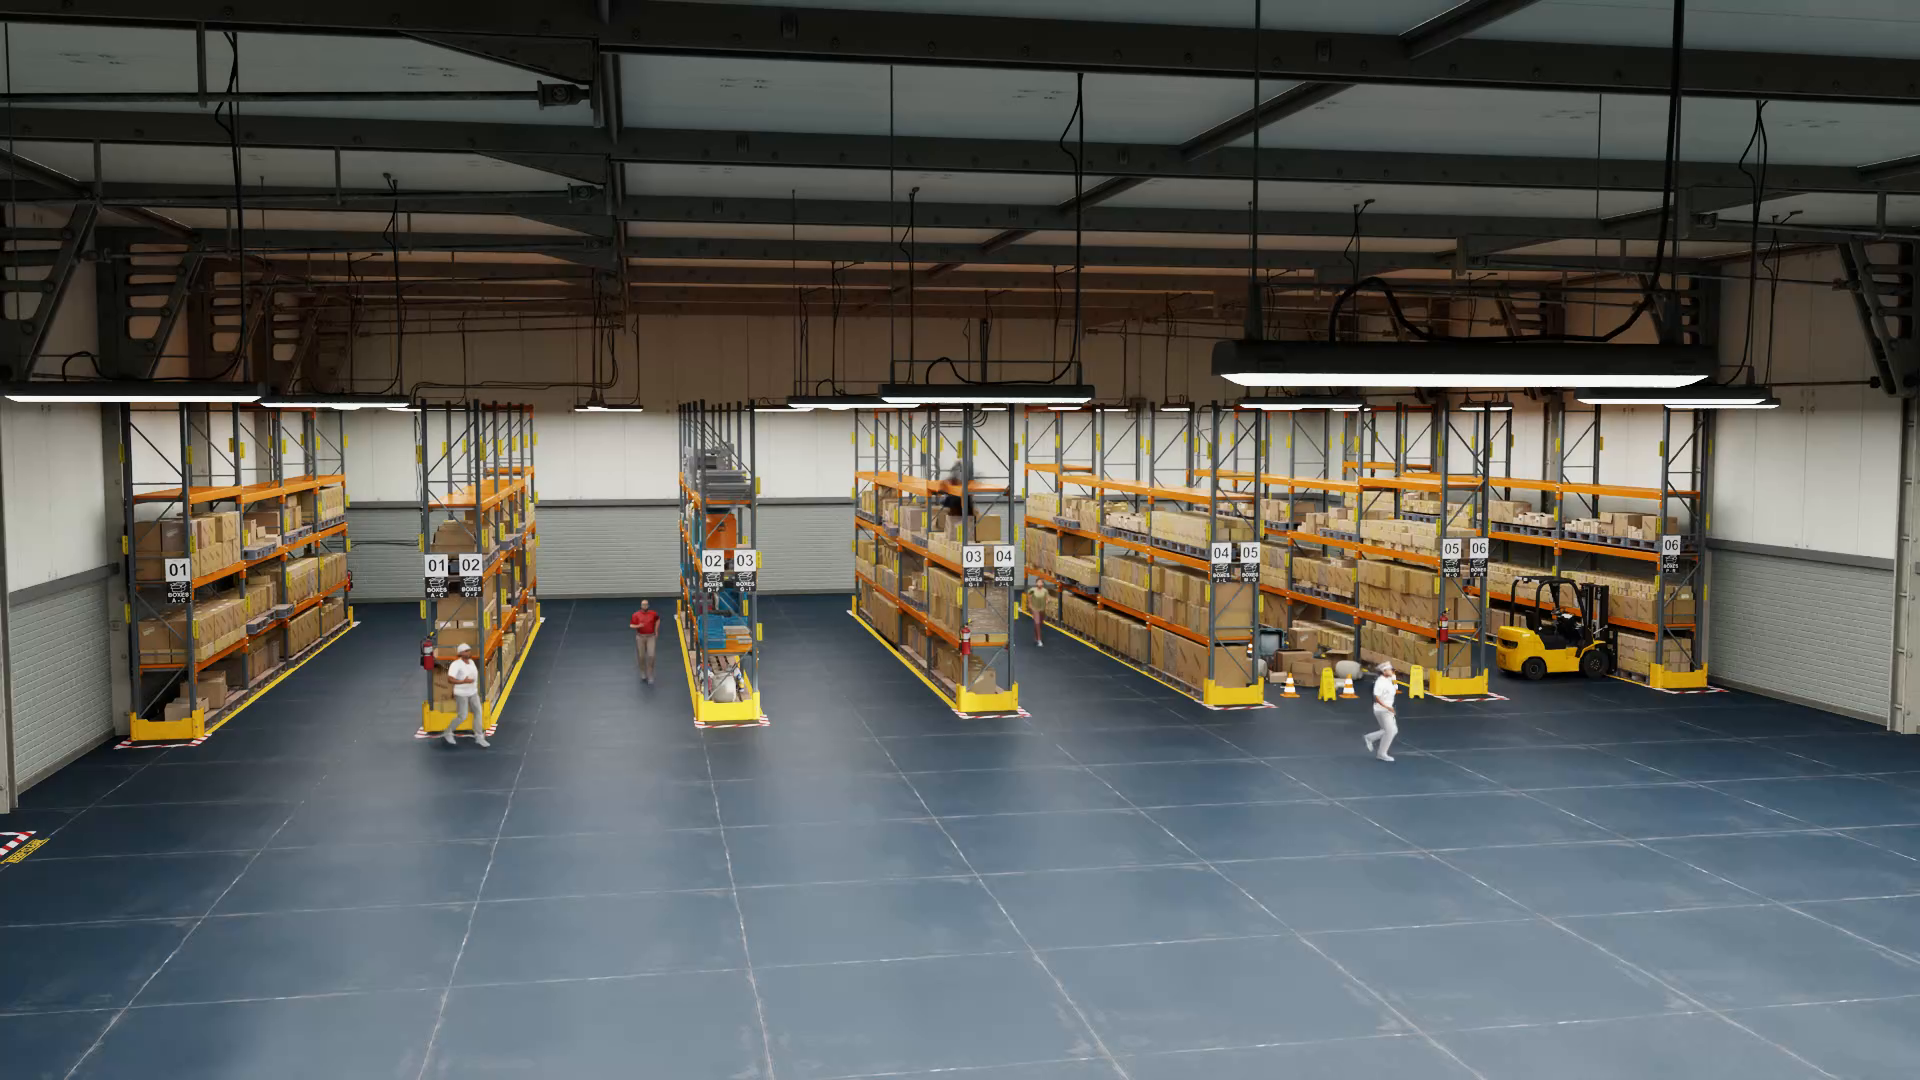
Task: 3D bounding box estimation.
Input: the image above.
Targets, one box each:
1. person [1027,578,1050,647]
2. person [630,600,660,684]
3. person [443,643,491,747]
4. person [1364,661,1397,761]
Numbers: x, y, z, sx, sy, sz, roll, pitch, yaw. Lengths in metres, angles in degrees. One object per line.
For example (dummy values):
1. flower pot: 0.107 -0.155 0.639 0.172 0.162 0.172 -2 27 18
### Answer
1. person: 1.964 1.767 41.431 0.533 1.683 0.944 -1 4 -12
2. person: -6.742 2.162 35.646 0.647 1.773 0.823 -1 4 -13
3. person: -8.506 2.668 28.597 0.867 1.785 0.704 2 5 25
4. person: 6.997 2.822 27.621 0.577 1.659 0.608 2 5 28
